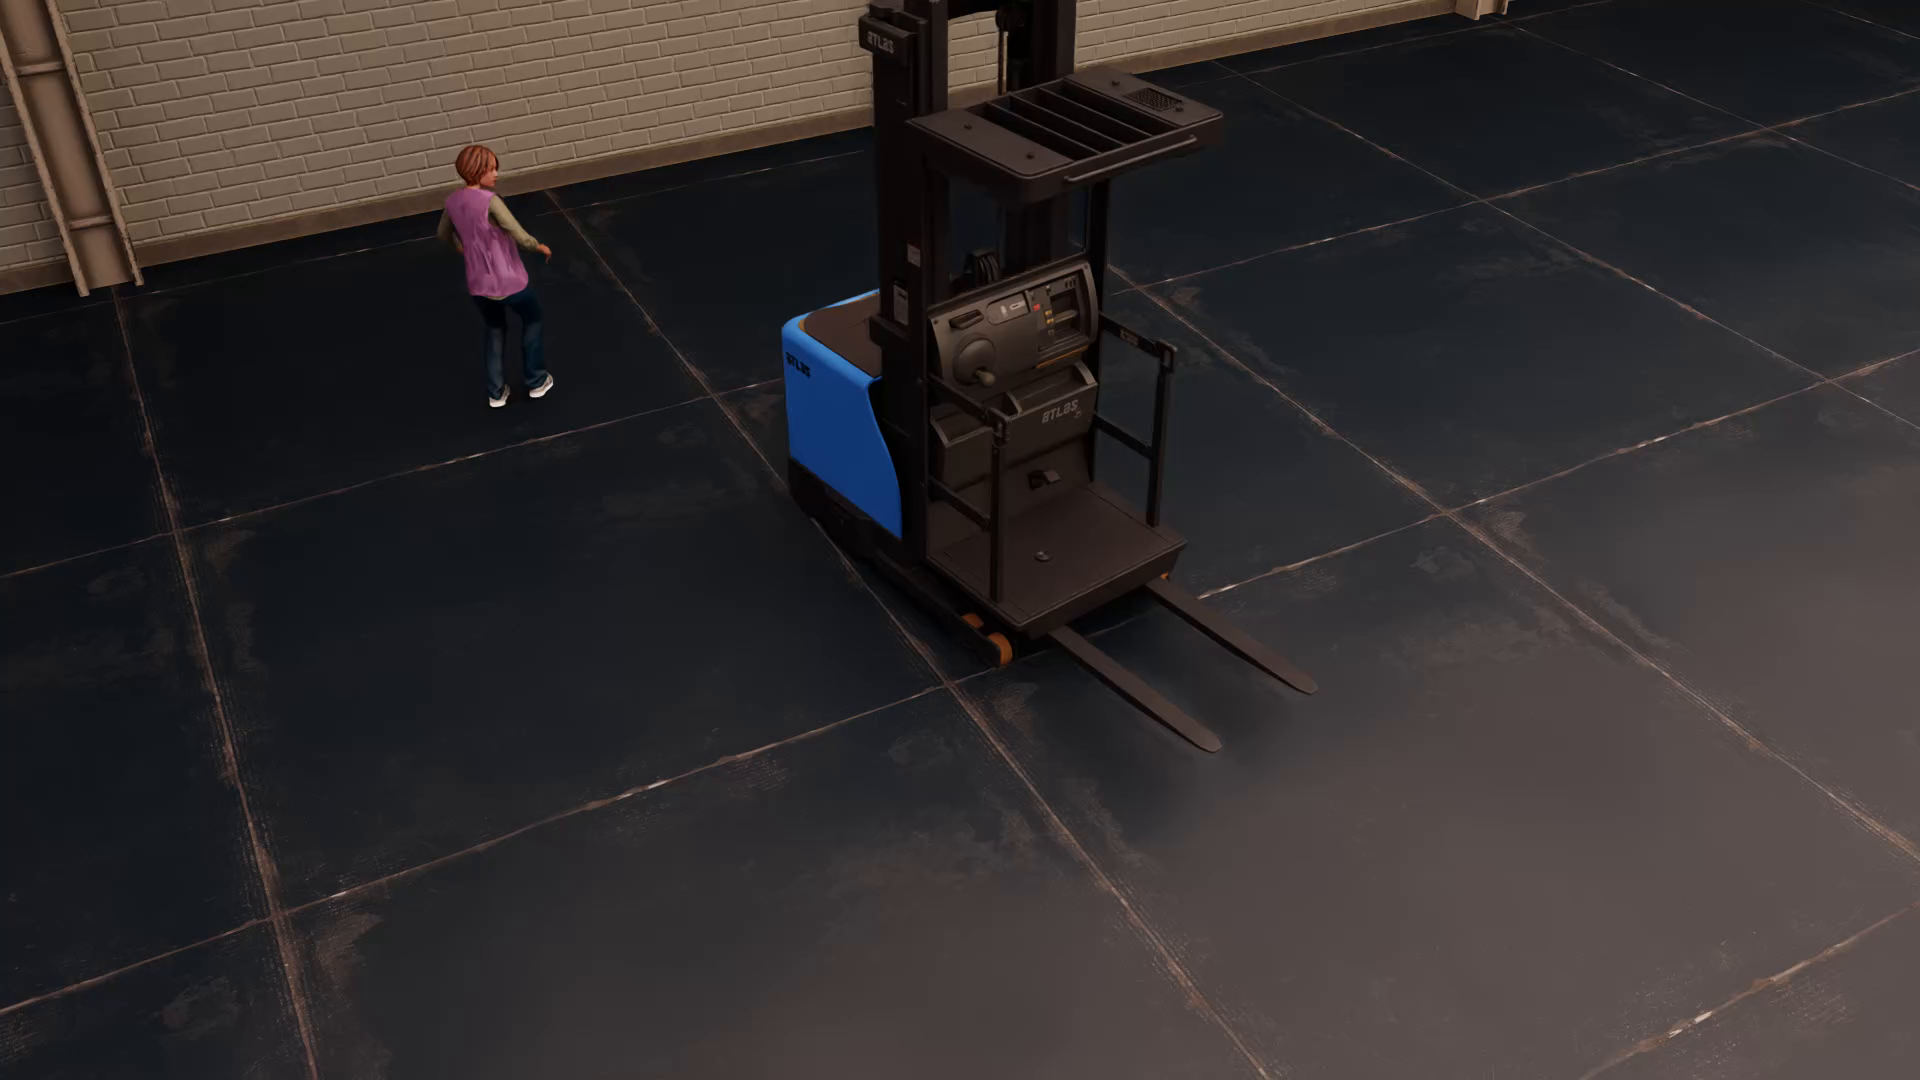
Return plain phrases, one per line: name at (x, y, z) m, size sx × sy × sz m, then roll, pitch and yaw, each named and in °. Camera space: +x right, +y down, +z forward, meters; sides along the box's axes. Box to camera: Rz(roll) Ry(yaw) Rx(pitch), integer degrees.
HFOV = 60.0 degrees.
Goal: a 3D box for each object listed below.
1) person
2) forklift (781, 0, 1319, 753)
person at (-2.631, -1.483, 9.443) m, size 0.649 × 1.550 × 0.456 m, roll 9°, pitch 36°, yaw 13°
forklift at (0.389, -0.923, 7.429) m, size 1.130 × 2.935 × 3.031 m, roll -25°, pitch 42°, yaw -30°
